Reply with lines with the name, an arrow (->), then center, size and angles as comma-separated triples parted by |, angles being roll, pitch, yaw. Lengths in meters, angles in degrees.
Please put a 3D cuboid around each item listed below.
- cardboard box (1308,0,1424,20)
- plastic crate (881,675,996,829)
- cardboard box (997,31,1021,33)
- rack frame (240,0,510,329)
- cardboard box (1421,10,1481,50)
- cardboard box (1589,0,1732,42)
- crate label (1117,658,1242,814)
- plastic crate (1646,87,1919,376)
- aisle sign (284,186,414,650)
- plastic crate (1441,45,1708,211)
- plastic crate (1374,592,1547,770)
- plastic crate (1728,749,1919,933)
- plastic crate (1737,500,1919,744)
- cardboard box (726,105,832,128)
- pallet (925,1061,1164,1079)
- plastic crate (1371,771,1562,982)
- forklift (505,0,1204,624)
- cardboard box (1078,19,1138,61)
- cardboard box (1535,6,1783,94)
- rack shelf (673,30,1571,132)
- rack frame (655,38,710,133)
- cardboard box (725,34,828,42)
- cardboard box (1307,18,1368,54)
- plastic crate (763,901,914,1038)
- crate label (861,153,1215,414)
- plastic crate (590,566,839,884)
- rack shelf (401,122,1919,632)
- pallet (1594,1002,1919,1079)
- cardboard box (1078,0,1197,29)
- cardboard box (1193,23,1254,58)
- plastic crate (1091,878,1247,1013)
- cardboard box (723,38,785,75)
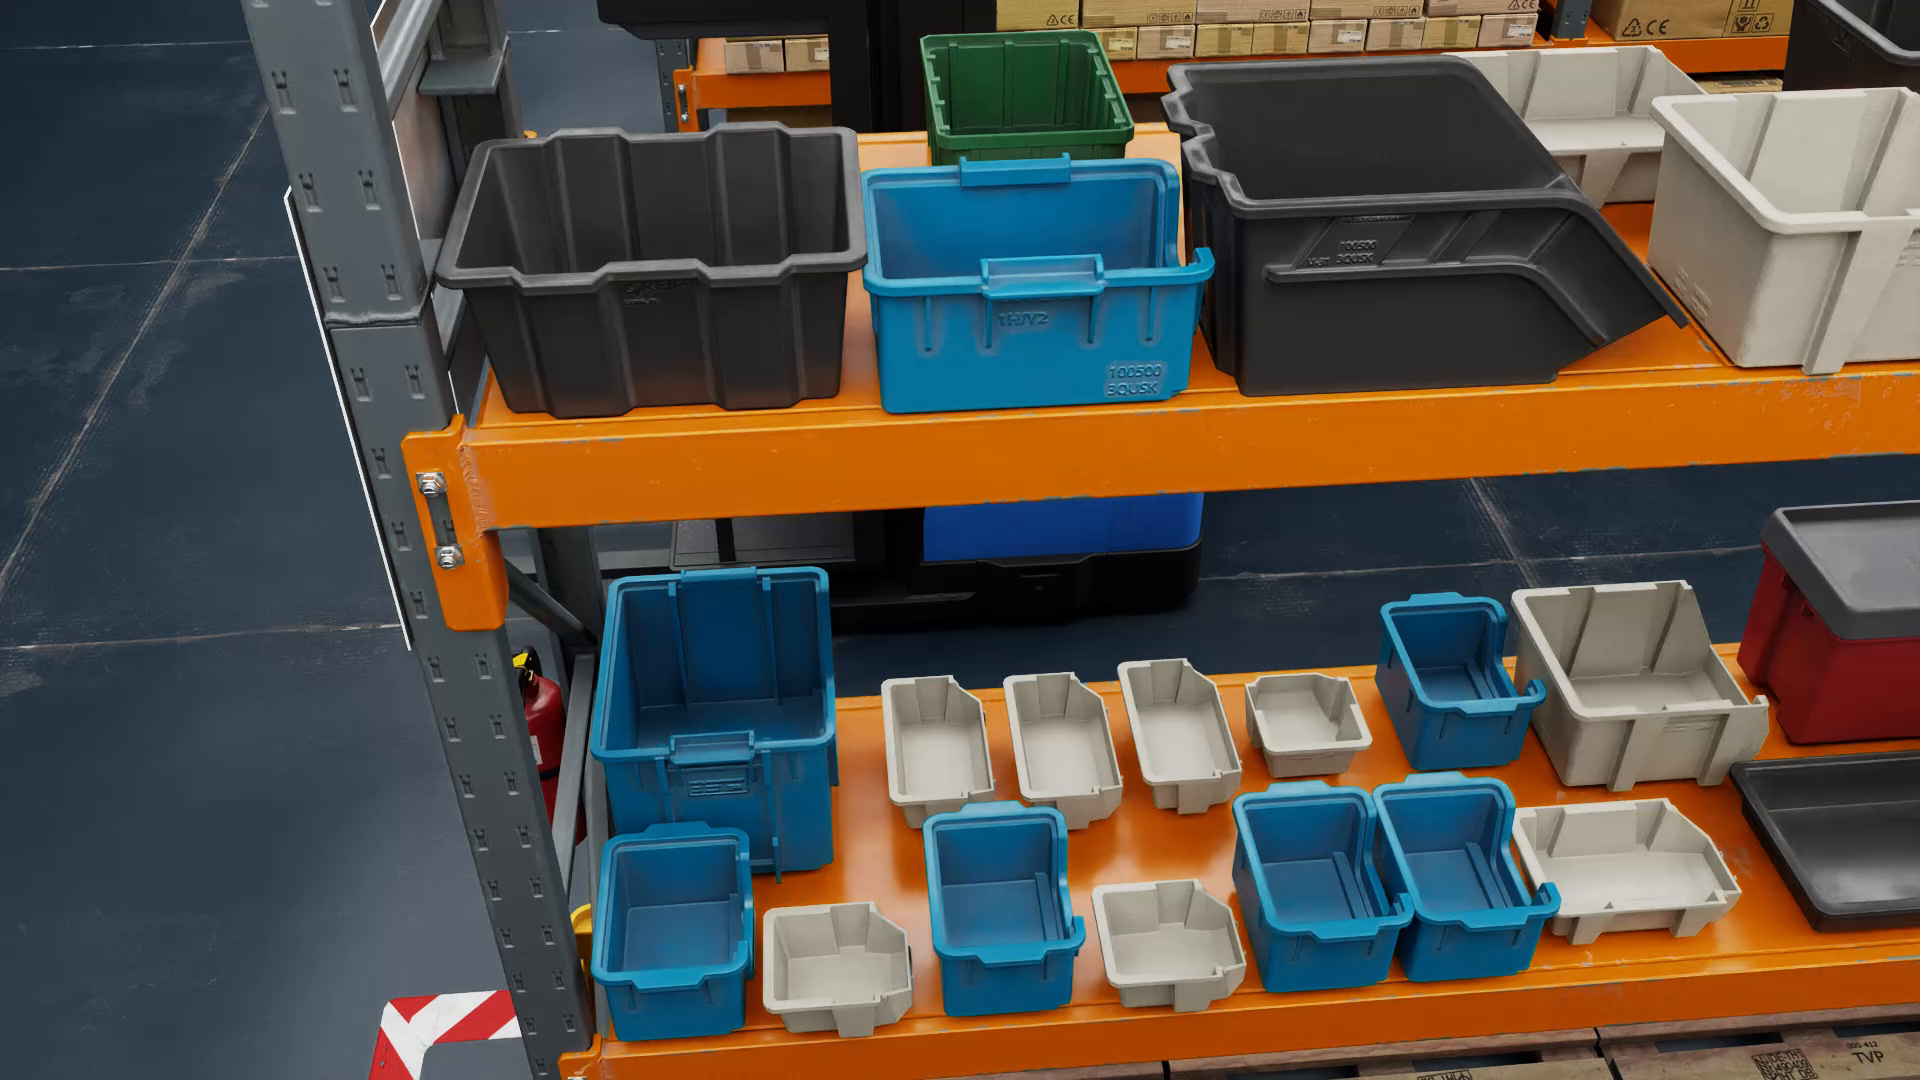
cardboard box -> 1.767, -2.539, 7.427 | 0.500, 0.250, 0.500 | -2, 38, -3
plastic crate -> -0.051, 0.502, 3.857 | 0.243, 0.136, 0.396 | -3, 38, -4
cardboard box -> 0.121, -2.253, 7.386 | 0.250, 0.149, 0.380 | -4, 38, -5
rack frame -> -0.847, -1.777, 1.737 | 0.127, 3.000, 1.000 | -3, 38, -4
cardboard box -> 2.167, -2.366, 7.529 | 0.250, 0.149, 0.380 | -2, 38, -3
cardboard box -> 3.179, -2.608, 7.552 | 0.500, 0.500, 0.500 | -3, 38, -4
crate label -> 0.515, 0.464, 3.904 | 0.243, 0.136, 0.396 | -3, 38, -4
plastic crate -> 1.388, -0.484, 2.616 | 0.530, 0.282, 0.437 | -3, 38, -4
aisle sign -> -0.892, -0.255, 2.553 | 0.004, 0.787, 0.394 | -3, 38, -4
plastic crate -> 1.189, -0.762, 3.086 | 0.530, 0.136, 0.437 | -3, 38, -4
plastic crate -> 1.176, 0.349, 3.972 | 0.300, 0.233, 0.416 | -3, 38, -4
plastic crate -> 2.046, 0.670, 3.653 | 0.590, 0.125, 0.437 | -3, 38, -4
plastic crate -> 2.226, 0.204, 3.970 | 0.583, 0.464, 0.402 | -3, 38, -4
cardboard box -> -0.655, -1.893, 8.104 | 0.875, 0.875, 0.875 | -3, 38, -4
pallet -> -0.022, 1.651, 4.487 | 1.213, 0.211, 1.003 | -3, 38, -4
plastic crate -> 1.039, 0.721, 3.501 | 0.300, 0.233, 0.416 | -3, 38, -4
forklift -> -0.628, -1.118, 5.801 | 3.031, 2.935, 1.130 | -3, 38, -4
cardboard box -> 0.629, -2.280, 7.421 | 0.250, 0.149, 0.380 | -4, 38, -5
cardboard box -> 3.334, -2.076, 8.335 | 0.875, 0.875, 1.225 | -3, 38, -4
rack shelf -> 0.707, -2.305, 7.831 | 4.000, 0.370, 1.077 | -3, 38, -4
rack frame -> -1.285, -2.478, 7.469 | 0.127, 3.000, 1.000 | -3, 38, -4
cardboard box -> -0.783, -2.396, 7.245 | 0.500, 0.250, 0.500 | -4, 38, -5
cardboard box -> 1.656, -2.338, 7.494 | 0.250, 0.149, 0.380 | -2, 38, -3
plastic crate -> -0.245, 0.881, 3.376 | 0.298, 0.136, 0.250 | -3, 38, -4
crate label -> 0.101, -0.392, 2.524 | 0.502, 0.251, 0.408 | -3, 38, -4
plastic crate -> -0.530, 0.407, 3.736 | 0.499, 0.435, 0.616 | -3, 38, -4
rack shelf -> 1.145, -0.427, 3.029 | 4.000, 0.370, 1.077 | -3, 38, -4
pallet -> 2.409, 1.518, 4.656 | 1.213, 0.211, 1.003 | -3, 38, -4
cardboard box -> 0.754, -2.485, 7.359 | 0.500, 0.250, 0.500 | -4, 38, -5
cardboard box -> 1.144, -2.309, 7.458 | 0.250, 0.149, 0.380 | -4, 38, -5
plastic crate -> 0.431, 0.844, 3.423 | 0.298, 0.136, 0.250 | -3, 38, -4
cardboard box -> -0.903, -2.195, 7.313 | 0.250, 0.149, 0.380 | -3, 38, -3
